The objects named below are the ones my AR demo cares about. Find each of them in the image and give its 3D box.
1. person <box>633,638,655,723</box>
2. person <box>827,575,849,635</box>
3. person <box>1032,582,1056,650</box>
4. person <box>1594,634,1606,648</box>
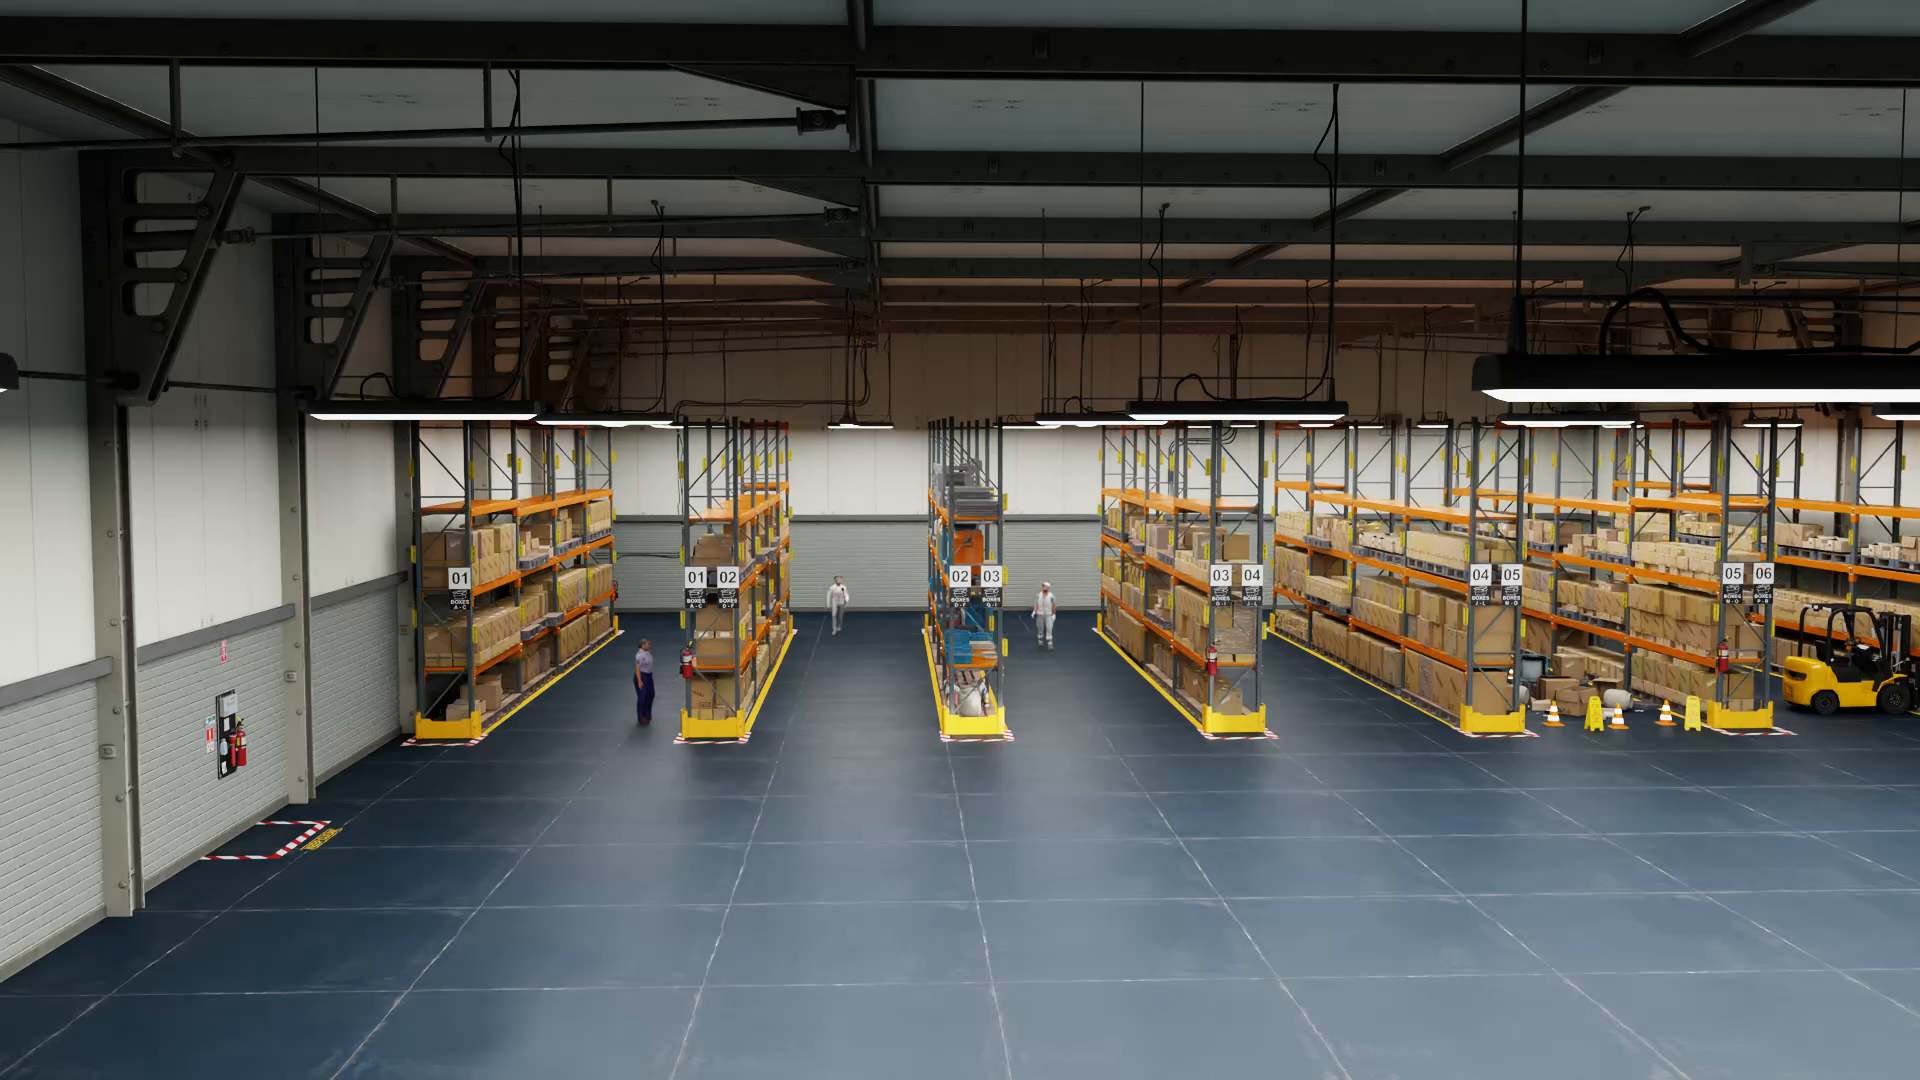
[{"bbox_3d":[-6.241,2.804,32.833,0.367,1.733,0.563,1,4,13],"label":"person"},{"bbox_3d":[-3.472,1.832,47.201,0.617,1.678,0.948,0,4,-1],"label":"person"},{"bbox_3d":[2.210,1.985,43.706,0.667,1.730,0.974,0,4,-6],"label":"person"},{"bbox_3d":[16.672,2.008,43.552,0.470,1.720,0.578,2,4,31],"label":"person"}]
